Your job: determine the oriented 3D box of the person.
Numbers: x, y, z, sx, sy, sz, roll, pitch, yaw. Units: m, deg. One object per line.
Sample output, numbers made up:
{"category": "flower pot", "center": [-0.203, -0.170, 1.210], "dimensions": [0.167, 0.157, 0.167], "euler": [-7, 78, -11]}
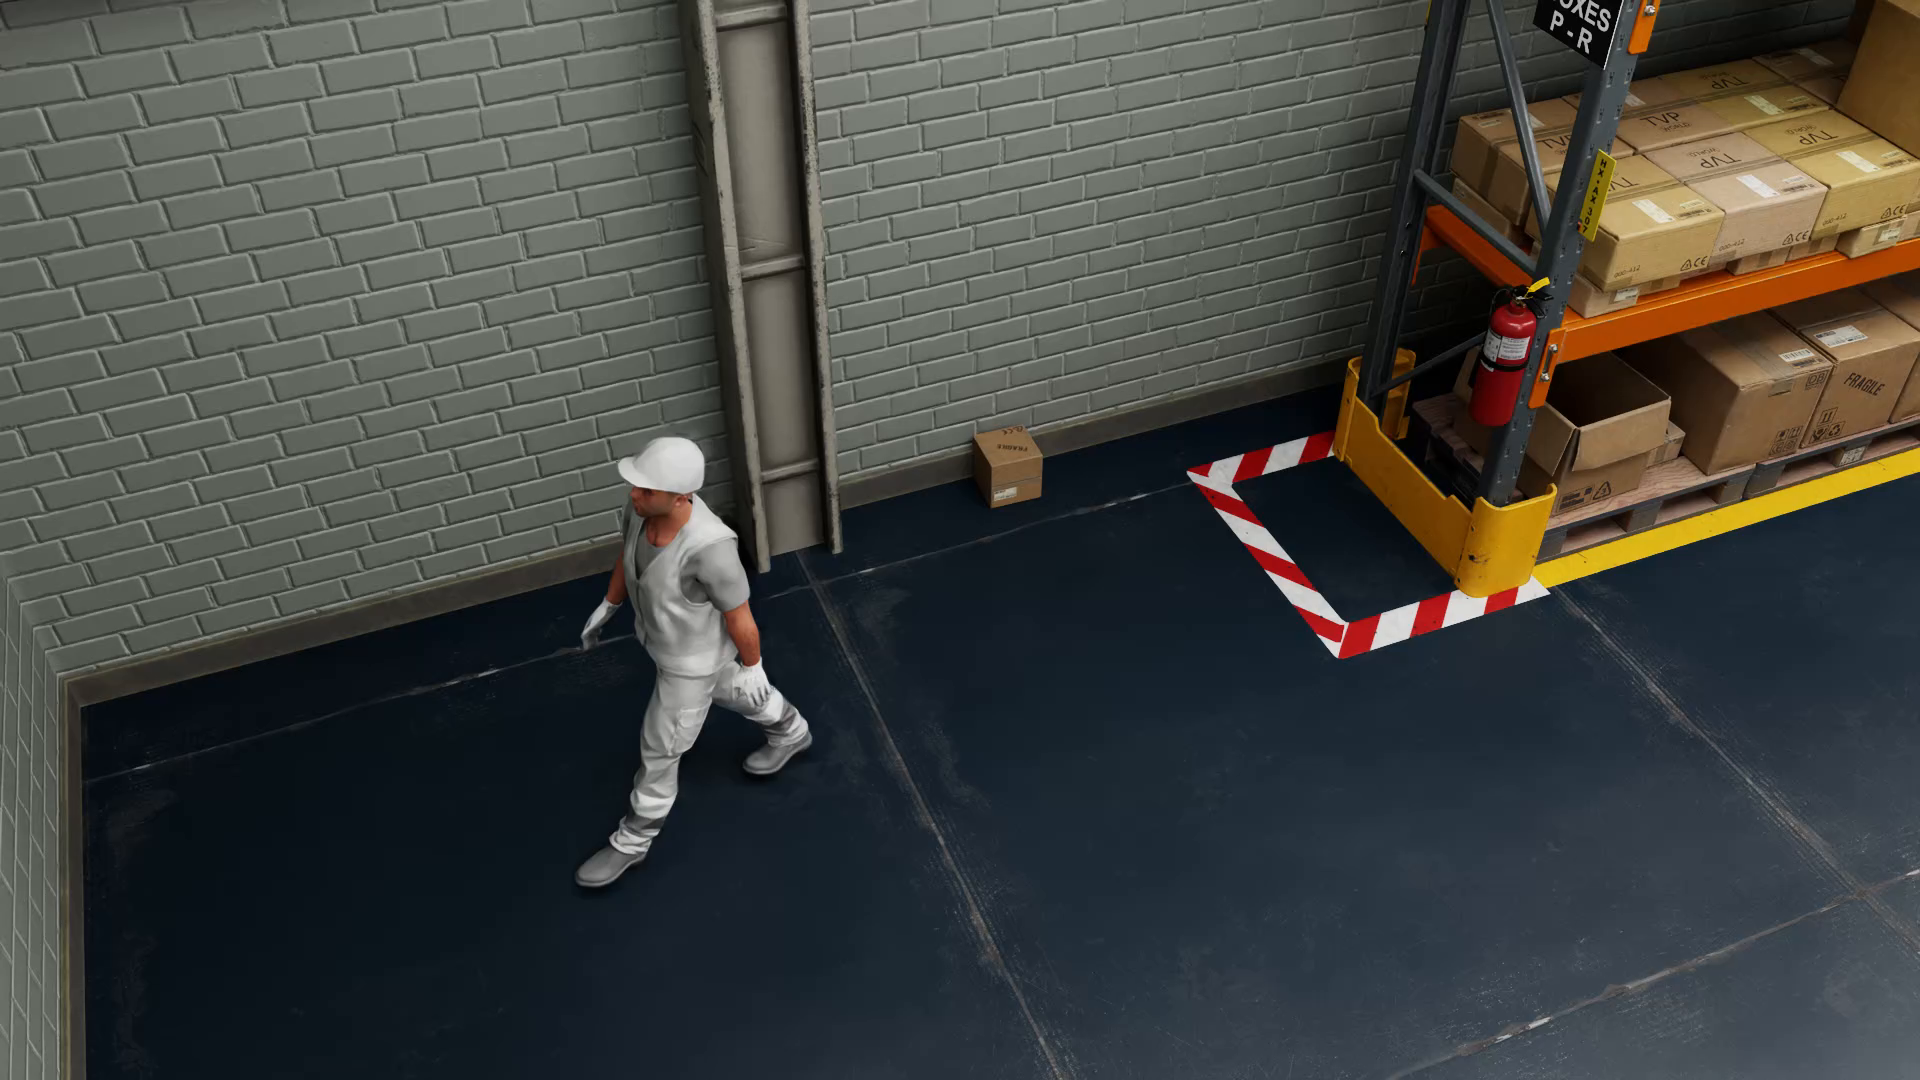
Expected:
{"category": "person", "center": [-1.011, 0.377, 5.744], "dimensions": [1.053, 1.690, 0.605], "euler": [-23, 46, -24]}
